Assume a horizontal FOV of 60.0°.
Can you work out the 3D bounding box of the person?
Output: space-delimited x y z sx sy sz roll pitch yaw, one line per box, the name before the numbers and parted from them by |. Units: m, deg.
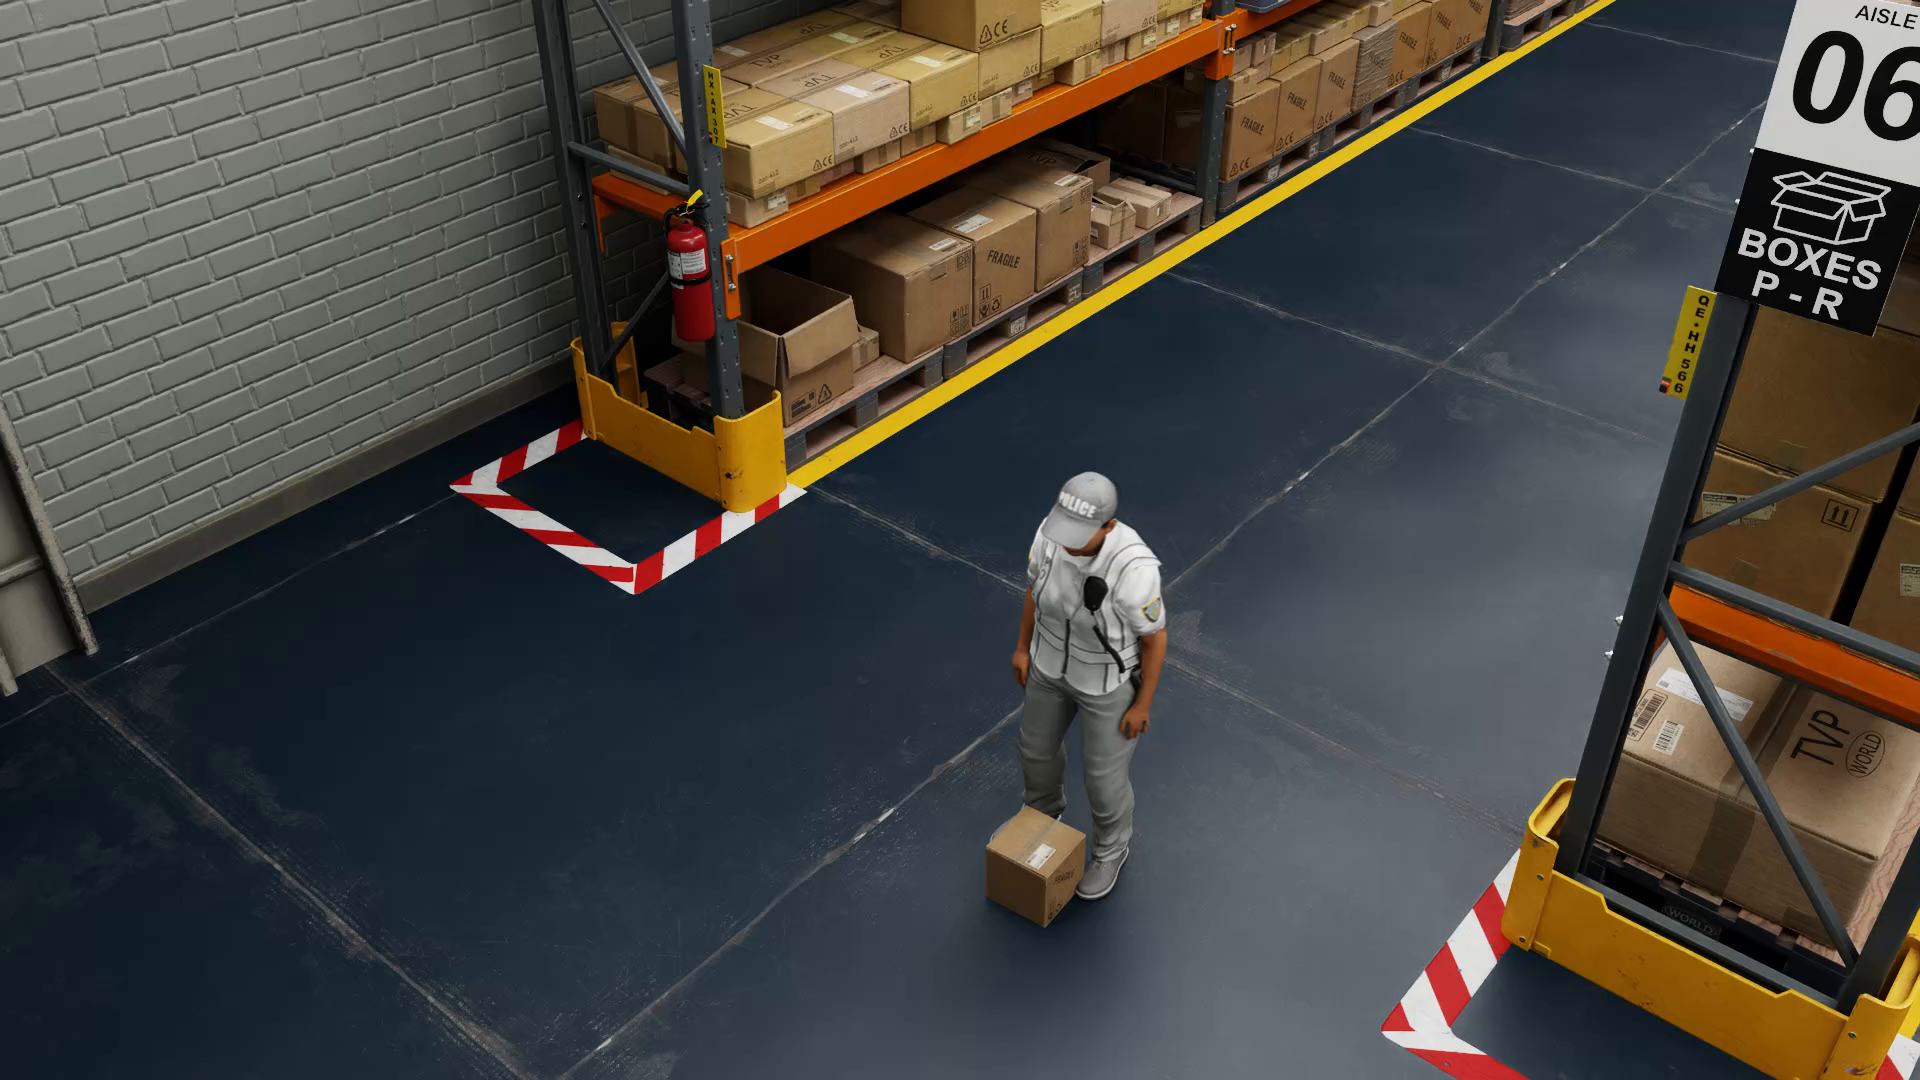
person | 0.397 0.456 5.494 0.552 1.666 0.472 25 42 31
